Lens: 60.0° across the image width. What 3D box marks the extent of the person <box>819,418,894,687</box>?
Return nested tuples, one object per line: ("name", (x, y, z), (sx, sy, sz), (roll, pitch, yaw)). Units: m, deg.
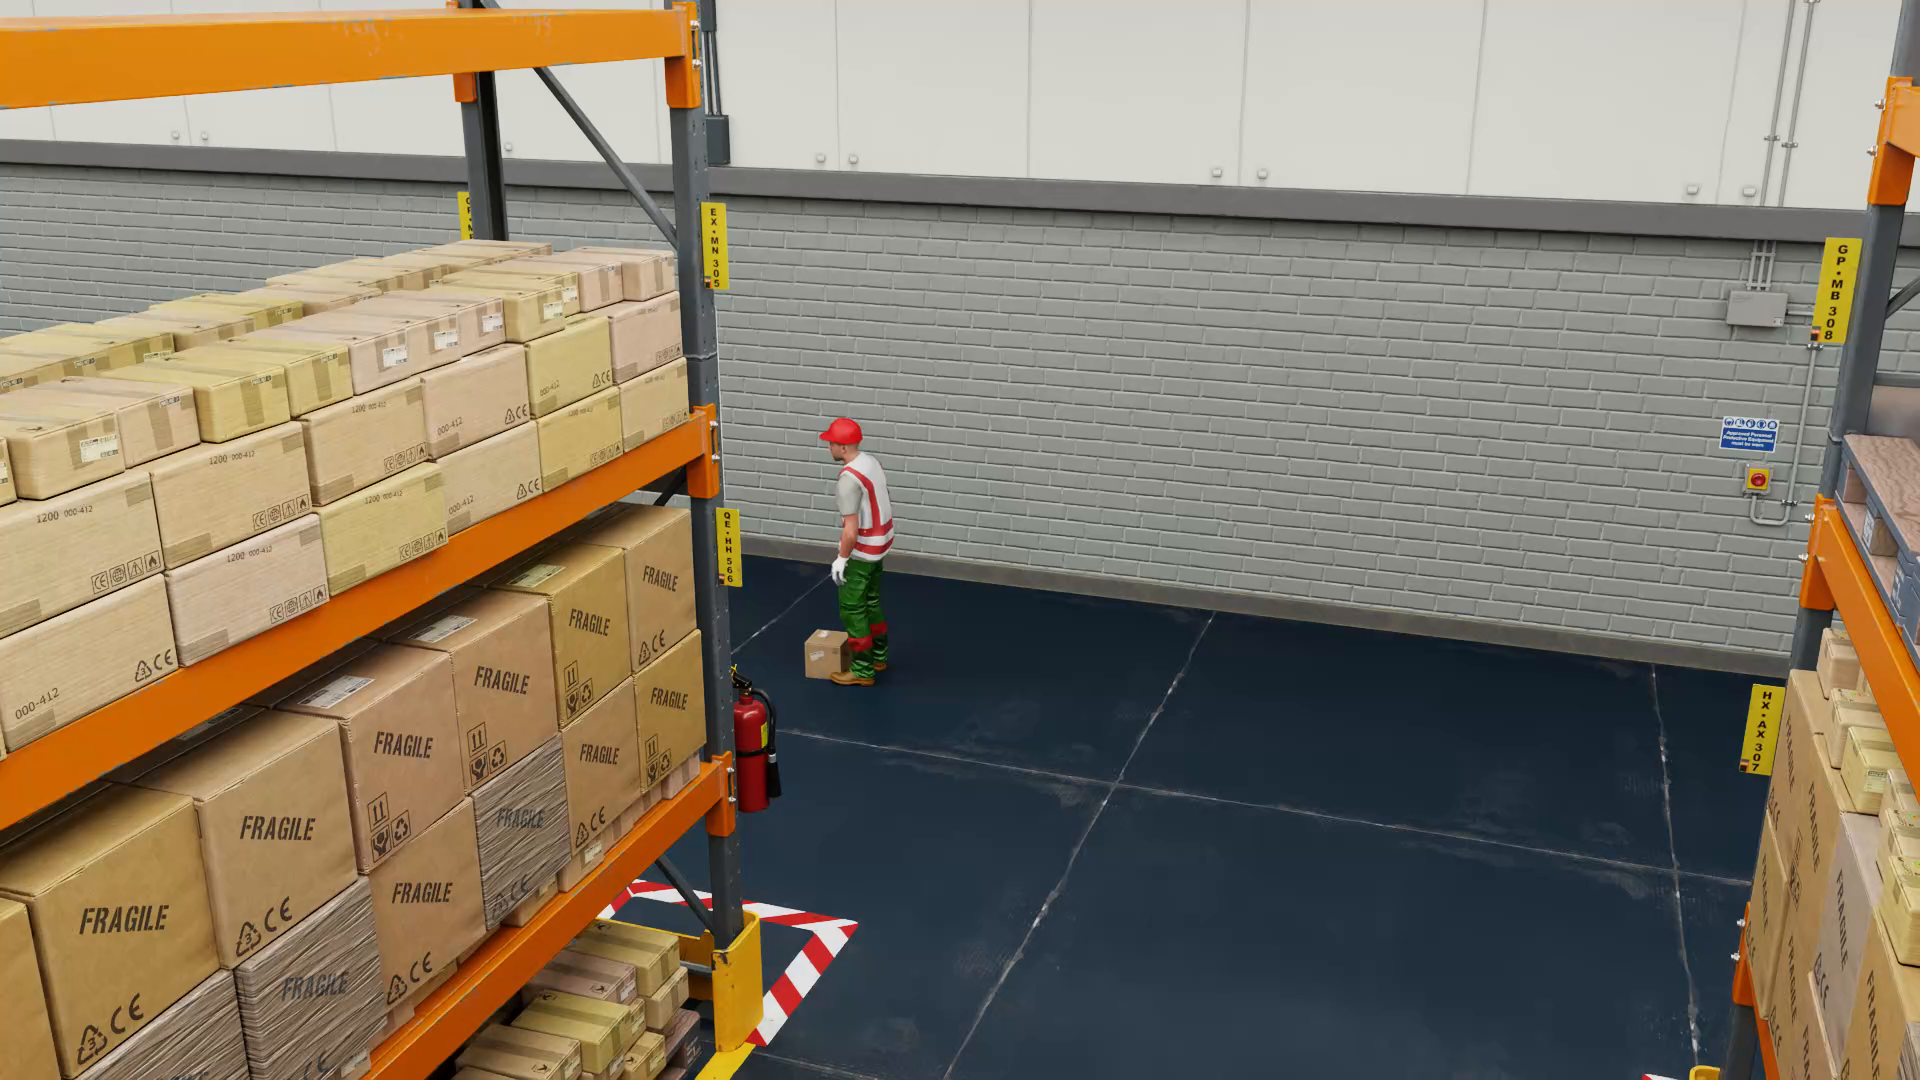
("person", (-0.669, 0.072, 10.822), (0.454, 1.779, 0.620), (6, 19, 17))
